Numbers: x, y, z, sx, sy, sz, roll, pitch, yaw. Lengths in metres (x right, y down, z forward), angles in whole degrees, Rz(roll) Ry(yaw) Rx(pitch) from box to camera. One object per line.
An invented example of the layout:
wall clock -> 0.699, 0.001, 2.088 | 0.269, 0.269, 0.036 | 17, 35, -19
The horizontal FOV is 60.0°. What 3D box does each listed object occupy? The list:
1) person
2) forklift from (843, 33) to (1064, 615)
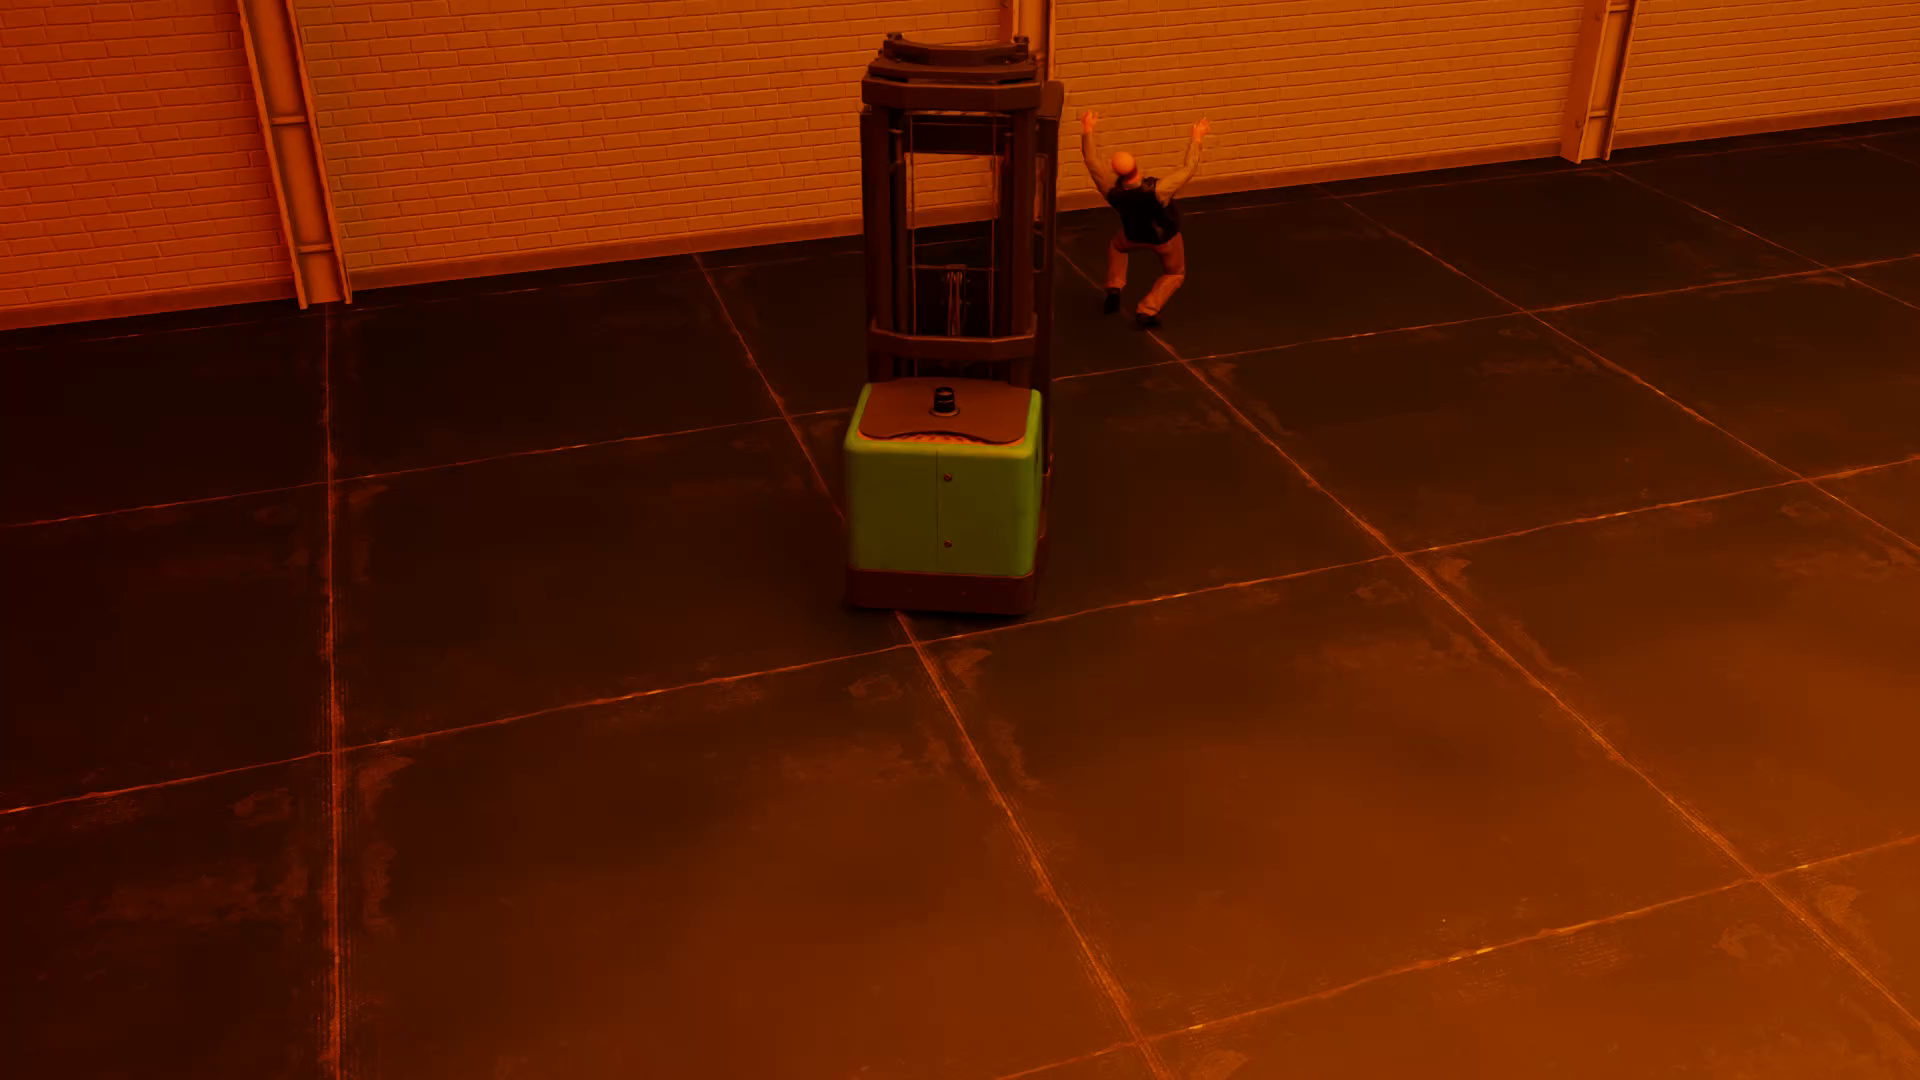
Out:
person -> 1.320, -2.415, 12.649 | 0.943, 1.602, 0.747 | 14, 33, 23
forklift -> 0.019, -1.566, 9.809 | 1.130, 2.935, 3.031 | 3, 30, 5
